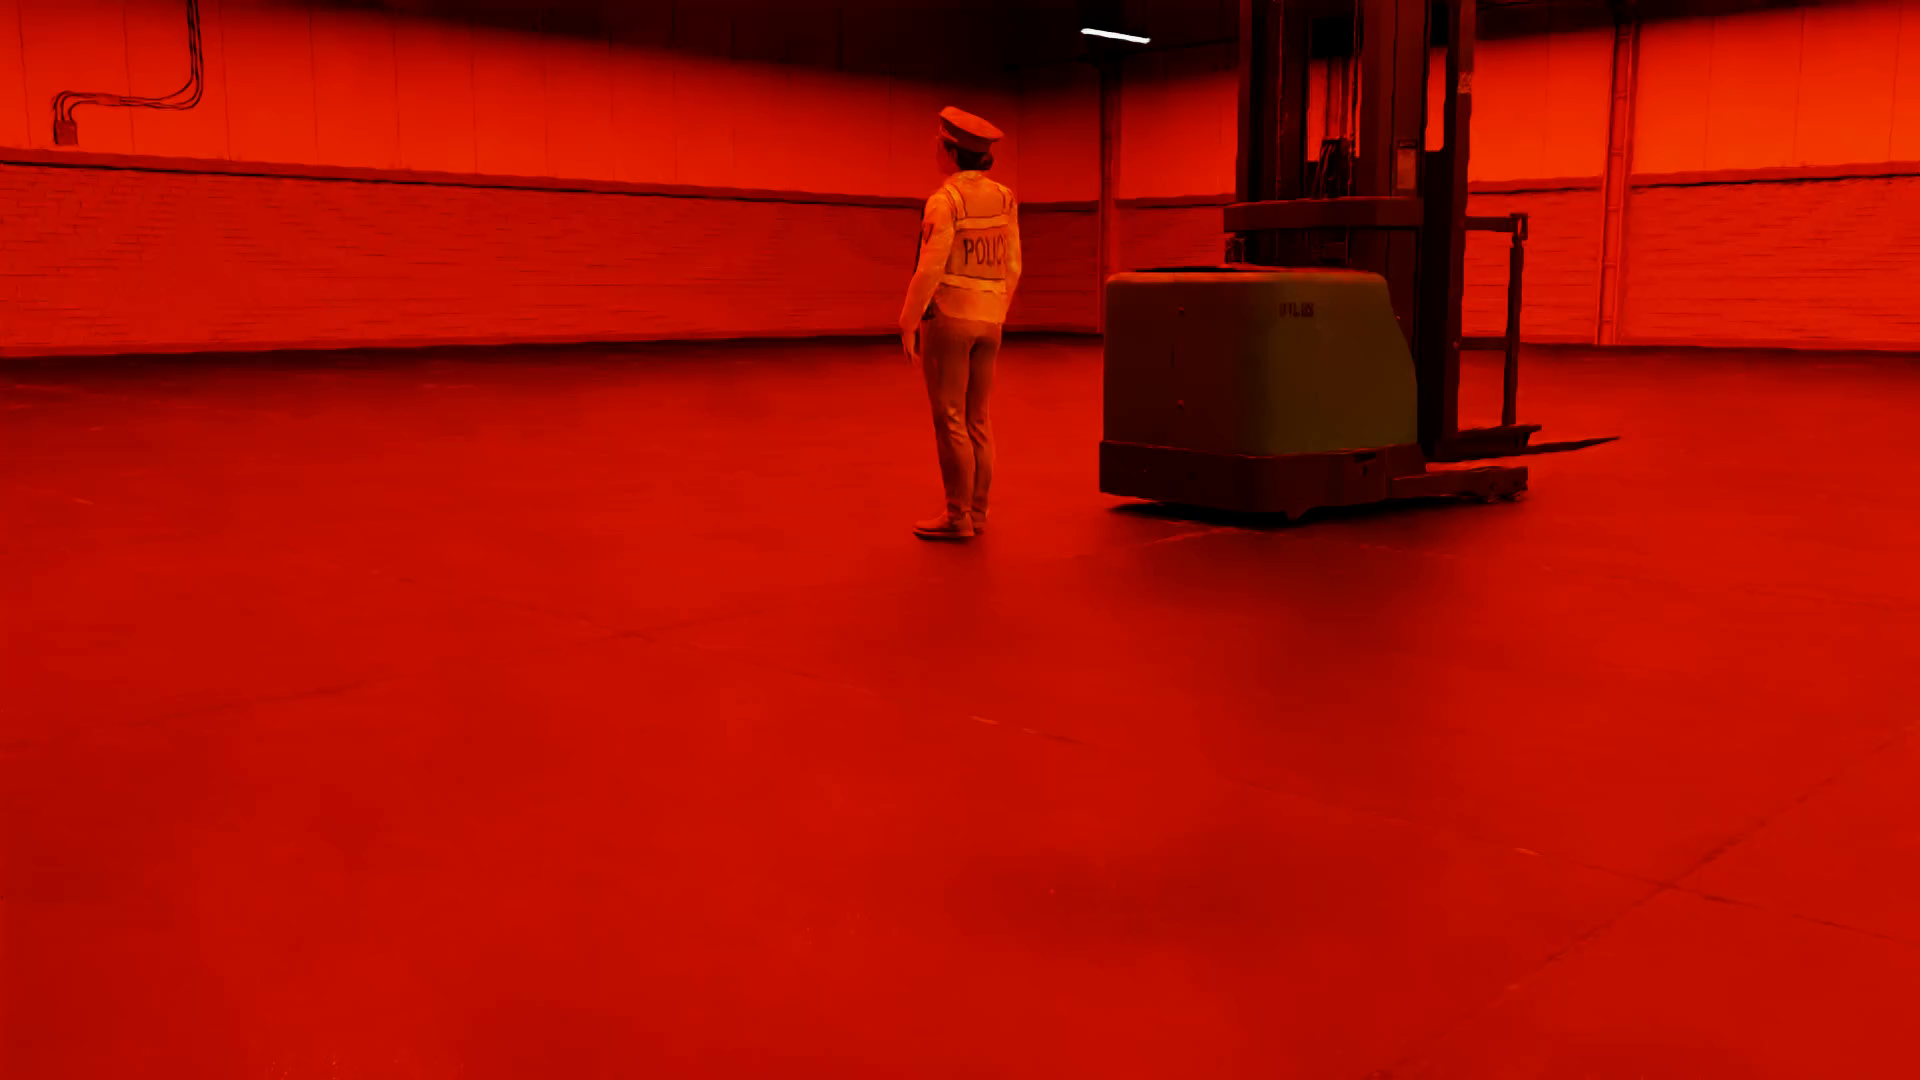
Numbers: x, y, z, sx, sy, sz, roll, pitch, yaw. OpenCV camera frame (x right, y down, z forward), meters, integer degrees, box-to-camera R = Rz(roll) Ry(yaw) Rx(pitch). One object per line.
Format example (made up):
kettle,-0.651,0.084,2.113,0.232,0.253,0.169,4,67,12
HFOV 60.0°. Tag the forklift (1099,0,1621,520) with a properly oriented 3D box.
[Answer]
forklift,2.127,-1.684,8.059,3.031,2.935,1.130,-6,11,-37

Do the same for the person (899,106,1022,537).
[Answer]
person,-0.044,-0.853,6.641,0.532,1.695,0.586,8,12,43
